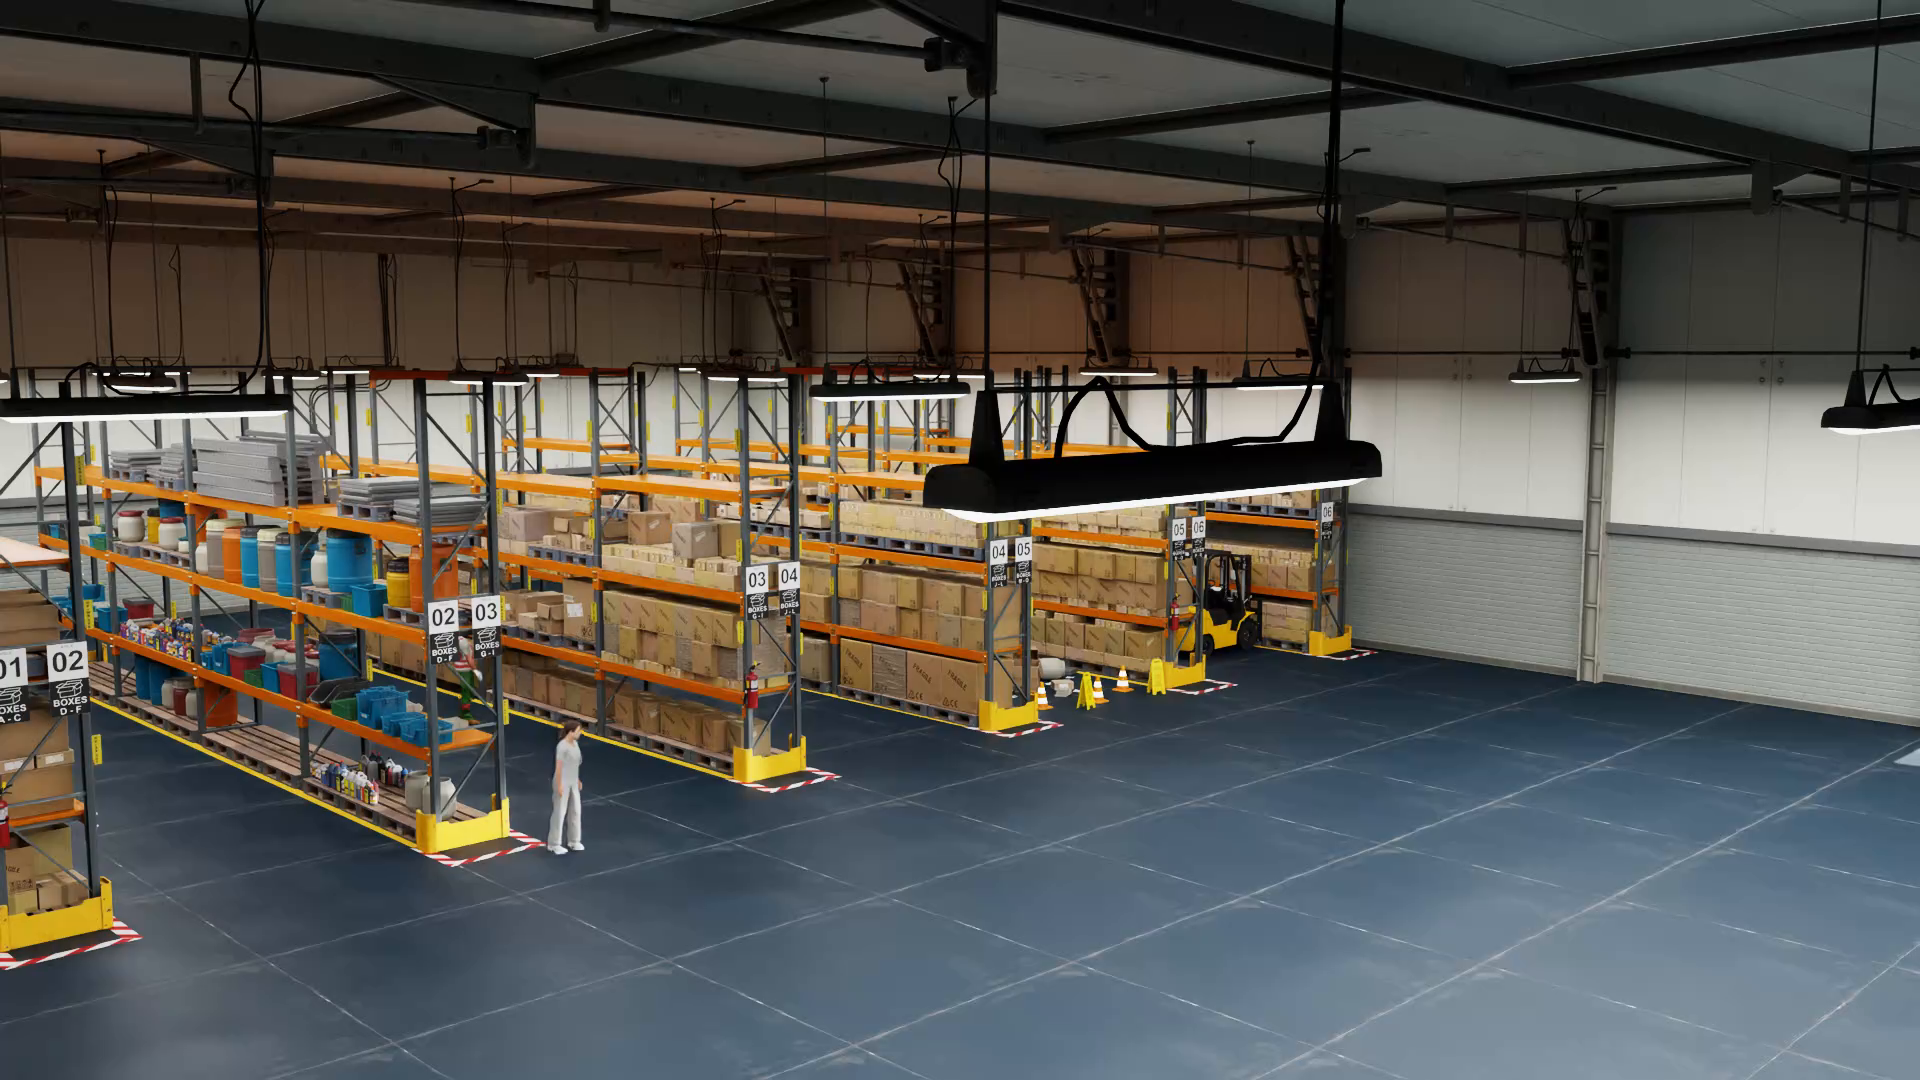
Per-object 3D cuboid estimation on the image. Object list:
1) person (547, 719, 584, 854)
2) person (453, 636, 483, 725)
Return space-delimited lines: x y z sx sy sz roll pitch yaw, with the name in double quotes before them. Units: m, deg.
"person" -4.995 3.115 21.185 0.446 1.684 0.477 2 7 17
"person" -8.427 2.255 28.395 0.525 1.830 0.642 -2 7 -17
